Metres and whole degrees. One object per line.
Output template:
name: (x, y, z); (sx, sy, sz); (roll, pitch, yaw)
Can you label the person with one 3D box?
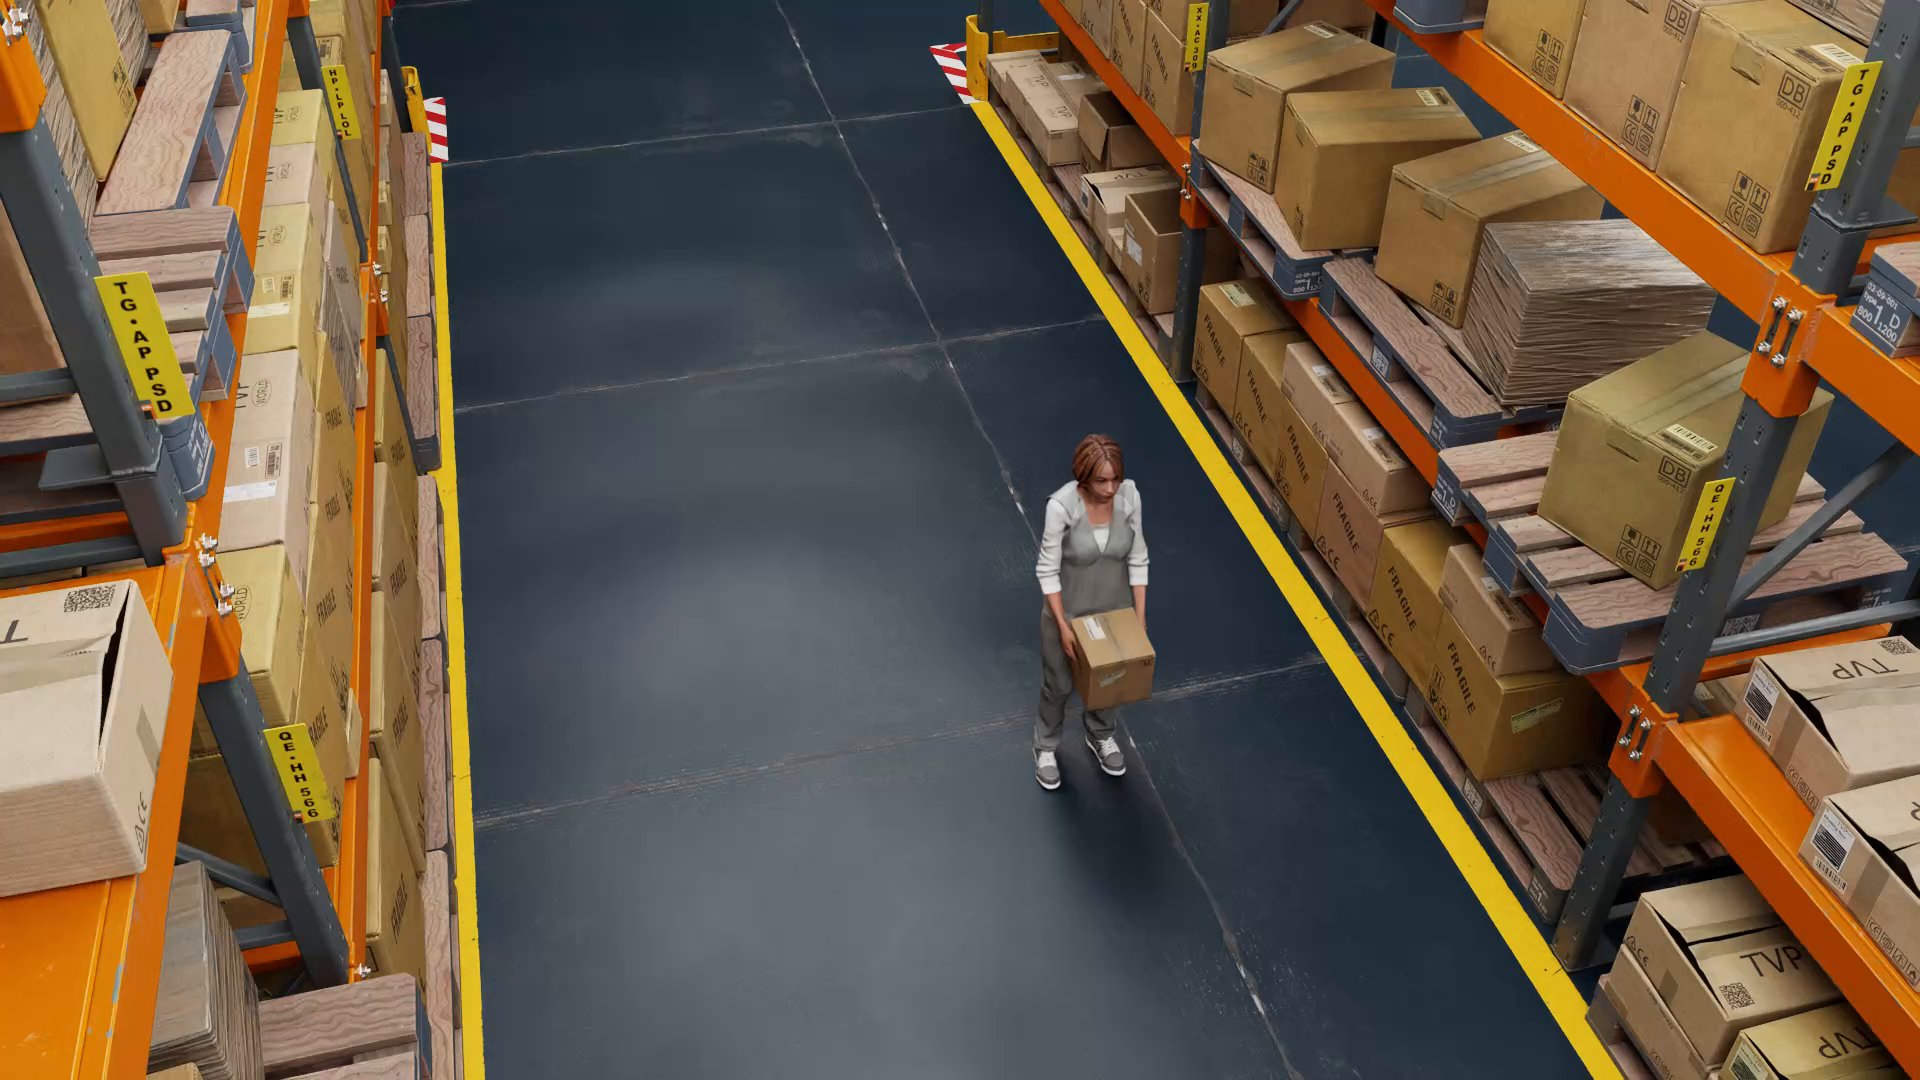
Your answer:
person: (0.502, 0.286, 6.356); (0.444, 1.603, 0.397); (-10, 40, -12)
